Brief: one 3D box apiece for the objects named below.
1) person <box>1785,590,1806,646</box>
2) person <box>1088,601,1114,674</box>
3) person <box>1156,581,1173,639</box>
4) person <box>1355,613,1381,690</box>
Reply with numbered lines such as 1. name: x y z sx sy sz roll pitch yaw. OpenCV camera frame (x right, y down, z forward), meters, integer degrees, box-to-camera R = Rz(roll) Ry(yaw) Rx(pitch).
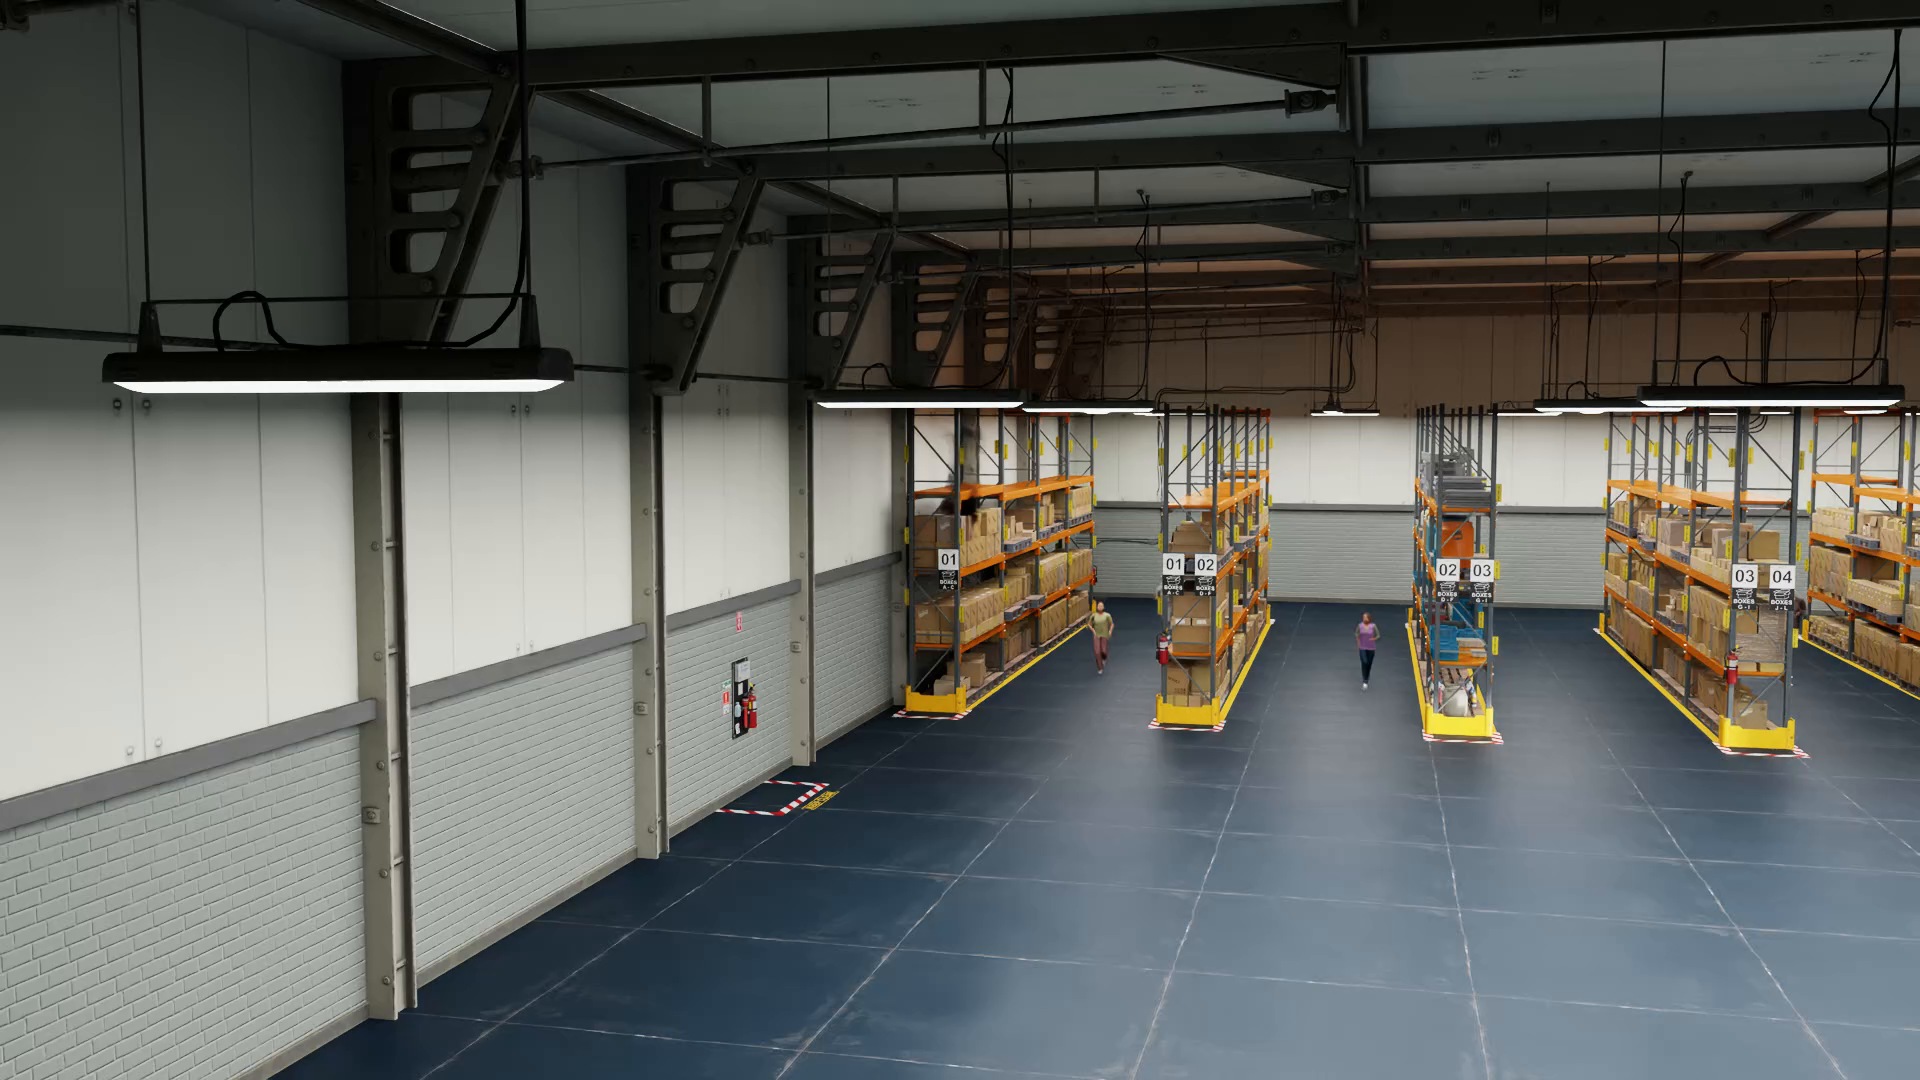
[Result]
1. person: 19.744 1.998 39.578 0.694 1.703 0.773 1 4 16
2. person: 3.167 2.200 37.484 0.582 1.610 0.509 1 4 8
3. person: 5.380 1.788 43.318 0.553 1.594 0.686 2 4 21
4. person: 8.690 2.343 35.451 0.524 1.611 0.820 1 4 13
